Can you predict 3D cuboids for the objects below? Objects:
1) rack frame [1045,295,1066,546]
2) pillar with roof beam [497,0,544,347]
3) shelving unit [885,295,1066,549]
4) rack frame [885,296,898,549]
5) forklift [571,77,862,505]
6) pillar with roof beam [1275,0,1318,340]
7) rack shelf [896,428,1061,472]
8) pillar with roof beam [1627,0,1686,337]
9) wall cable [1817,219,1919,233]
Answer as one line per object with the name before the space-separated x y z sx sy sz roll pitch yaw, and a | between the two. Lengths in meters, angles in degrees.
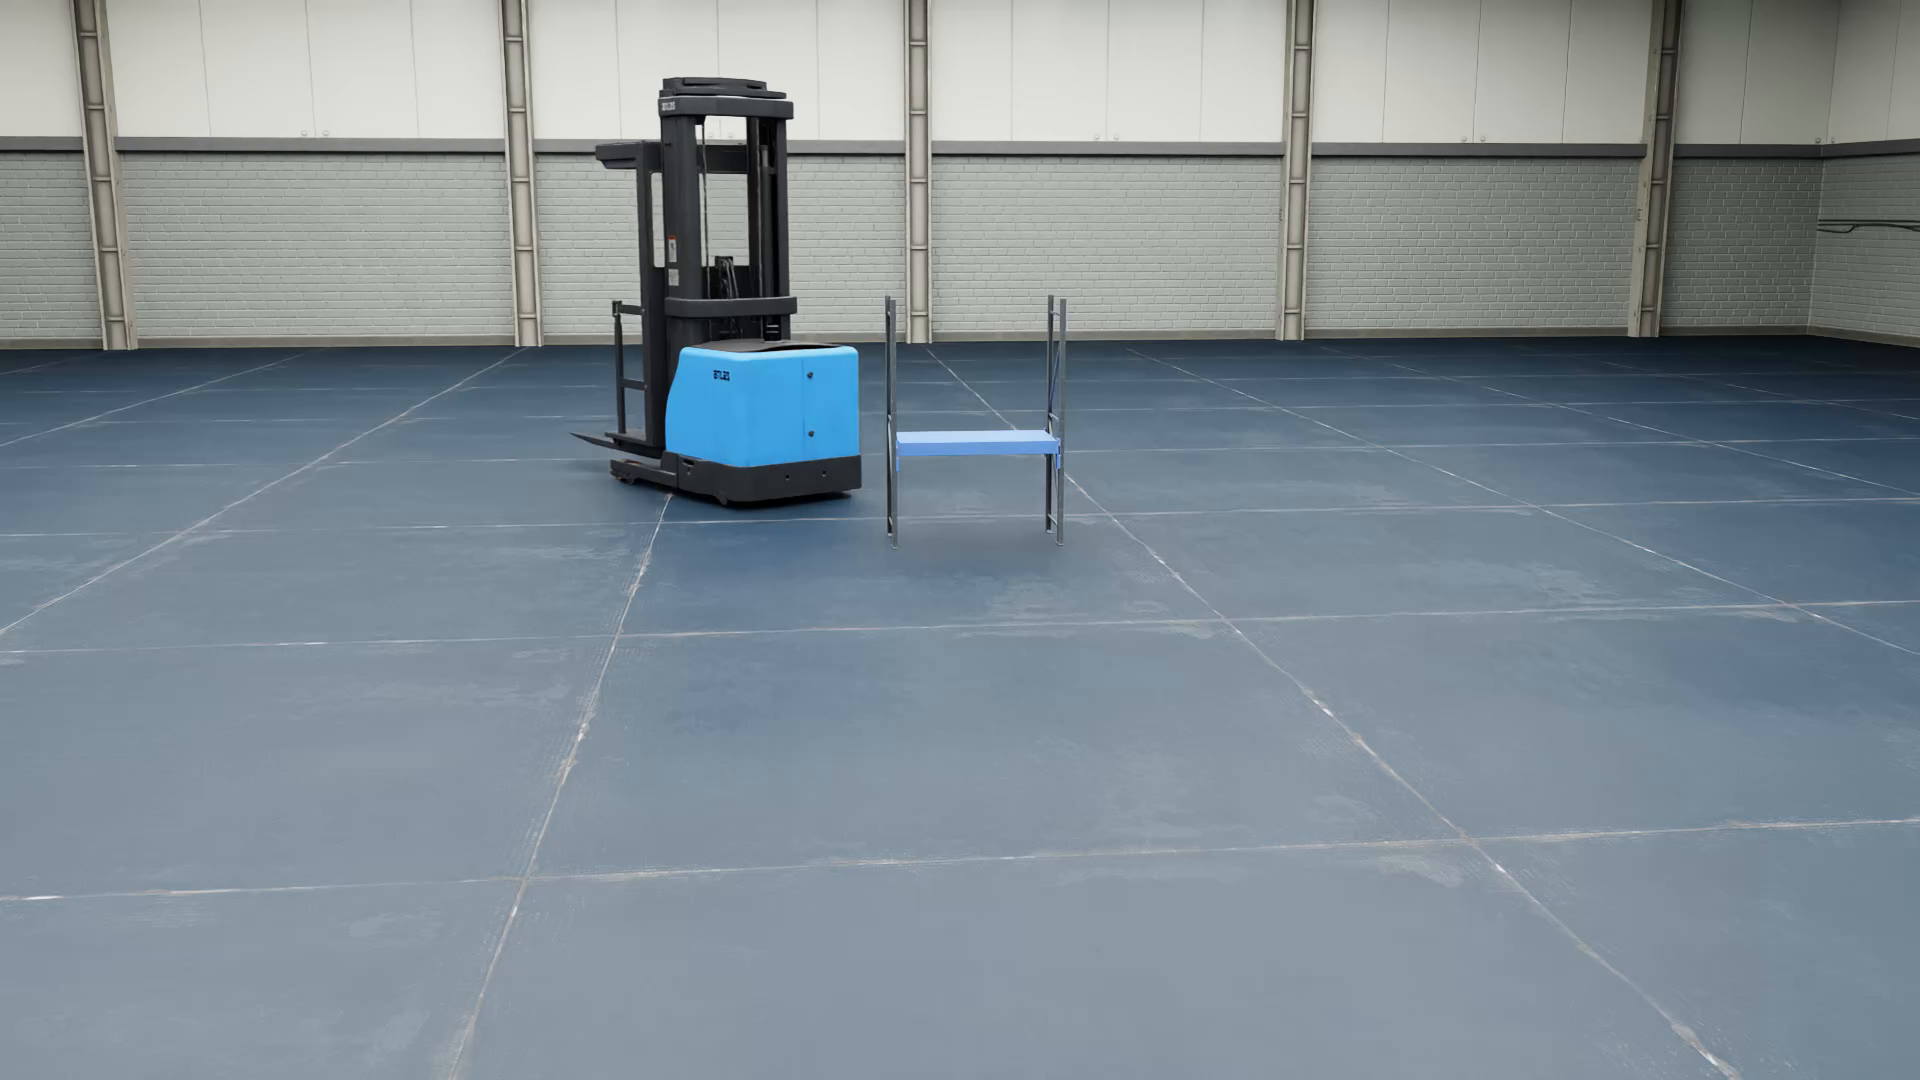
rack frame | 0.590 -0.748 10.286 0.032 1.500 0.500 -1 11 -6
pillar with roof beam | -6.149 -6.579 20.505 0.400 9.000 9.100 -1 11 -6
shelving unit | 0.085 -0.738 10.232 1.048 1.500 0.538 -1 11 -6
rack frame | -0.421 -0.727 10.179 0.032 1.500 0.500 -1 11 -6
forklift | -2.007 -1.910 12.485 1.130 2.935 3.031 -9 14 -37
pillar with roof beam | 5.781 -6.829 21.776 0.400 9.000 9.100 -1 11 -6
rack shelf | 0.085 -0.561 10.267 1.000 0.185 0.538 -1 11 -6
pillar with roof beam | 11.745 -6.954 22.412 0.400 9.000 9.100 -1 11 -6
wall cable | 14.352 -6.064 25.933 0.112 2.526 3.097 -1 11 -6
